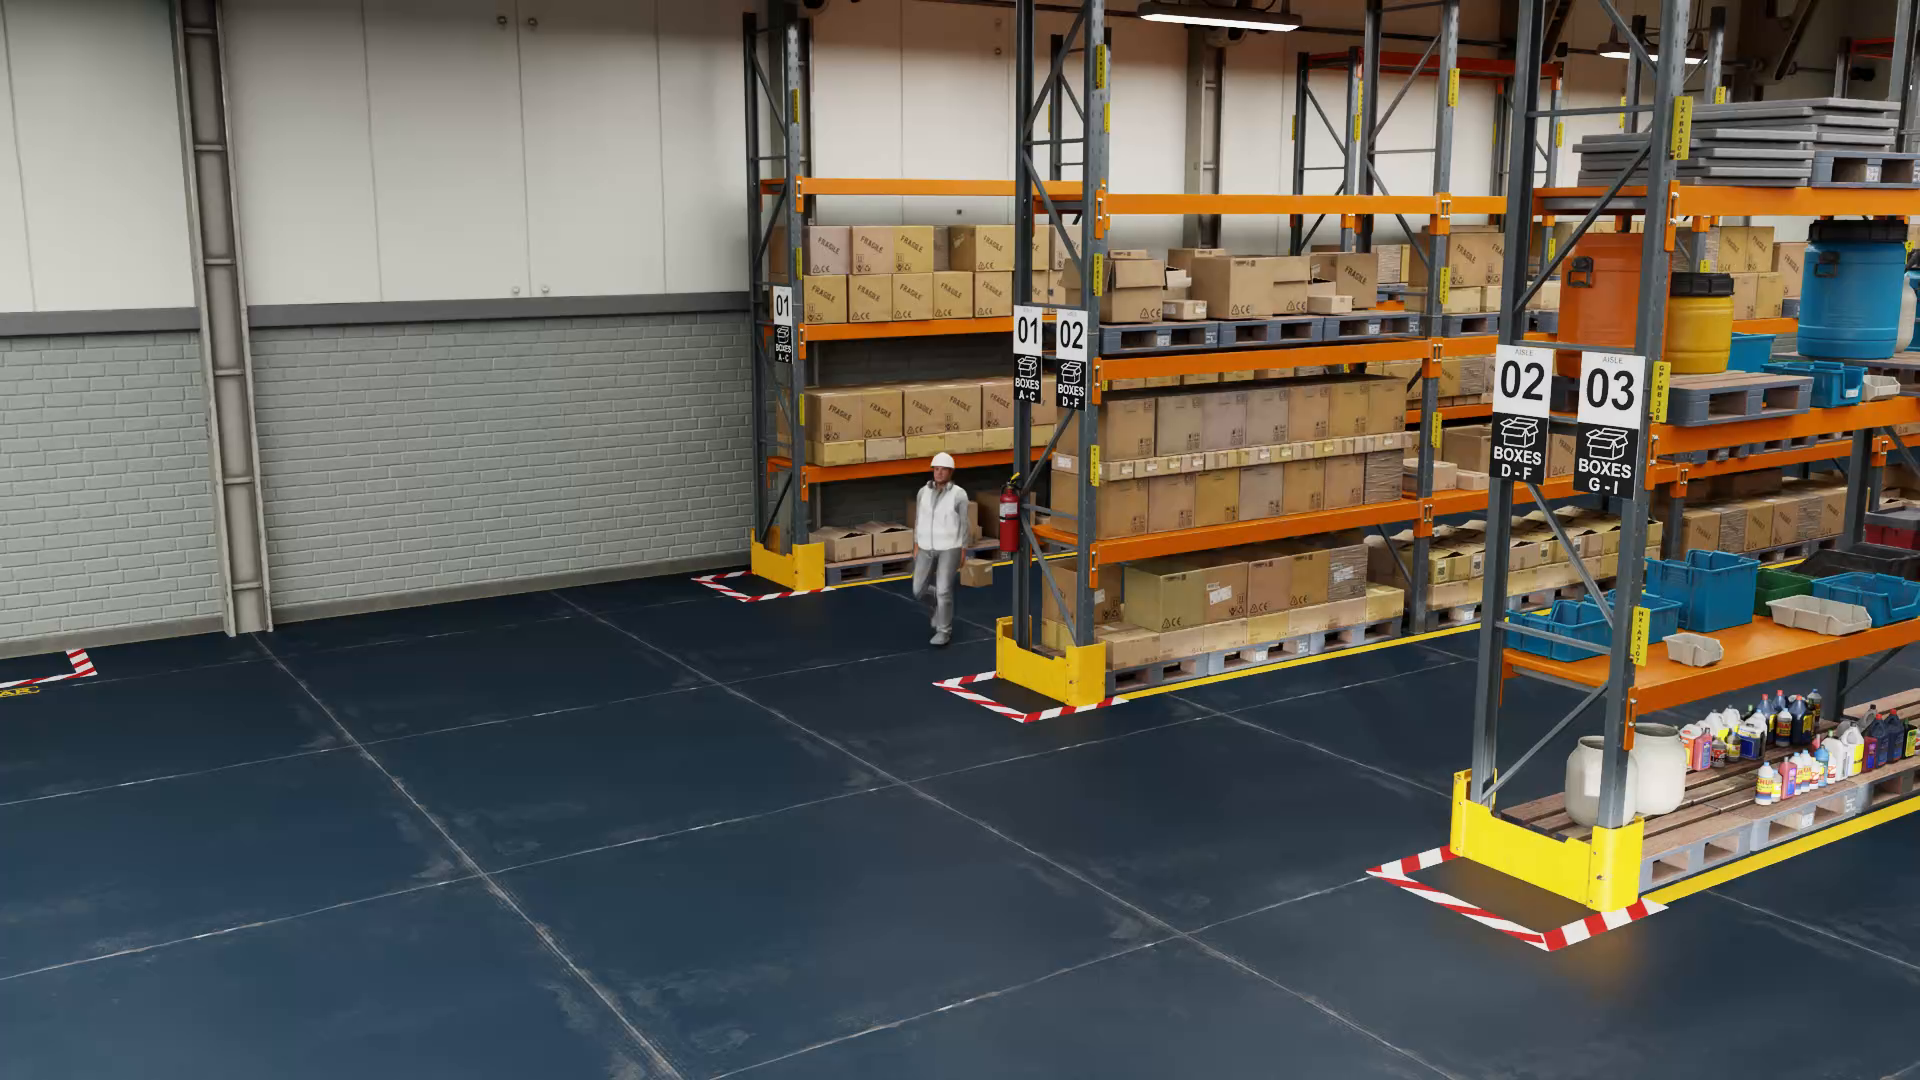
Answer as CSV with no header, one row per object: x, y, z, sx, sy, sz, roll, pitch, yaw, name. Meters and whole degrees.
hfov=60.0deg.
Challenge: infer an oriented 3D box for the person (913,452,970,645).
-0.171,0.062,15.430,0.545,1.759,0.597,5,12,24,person
